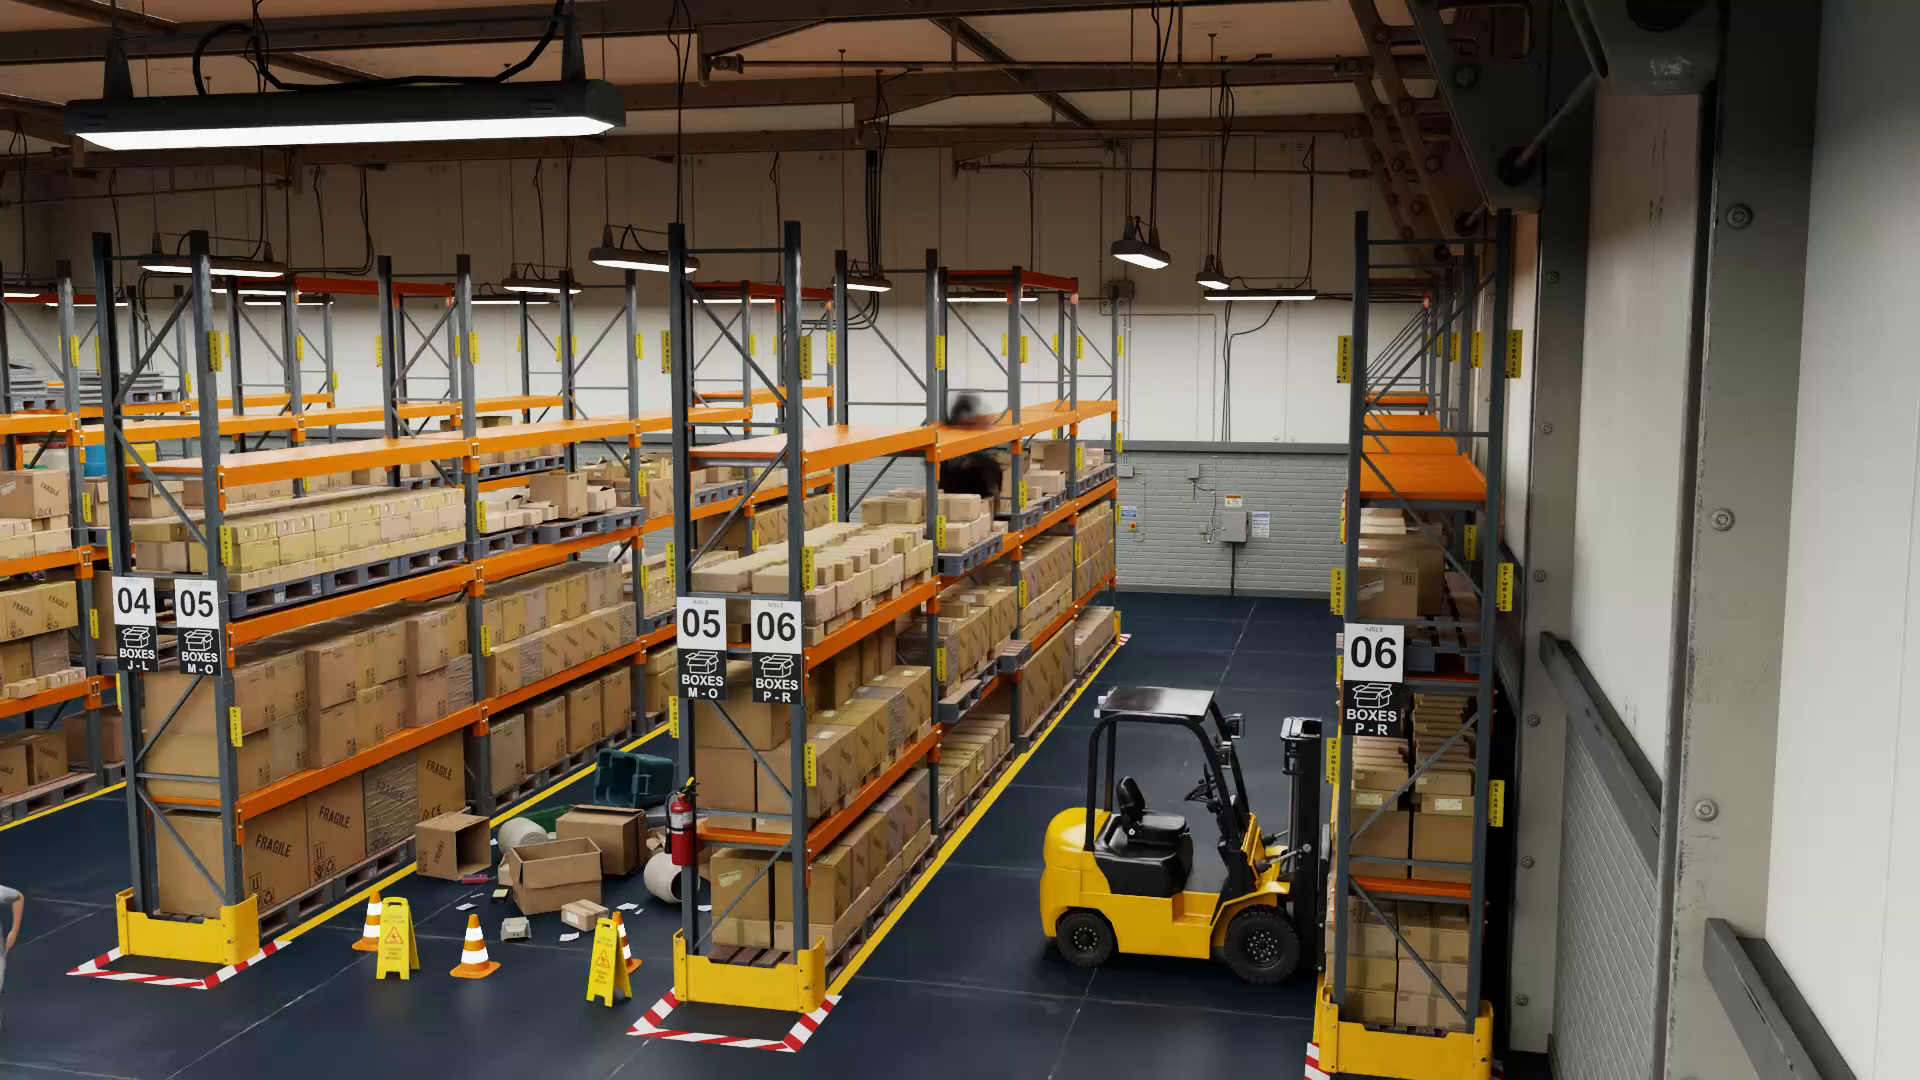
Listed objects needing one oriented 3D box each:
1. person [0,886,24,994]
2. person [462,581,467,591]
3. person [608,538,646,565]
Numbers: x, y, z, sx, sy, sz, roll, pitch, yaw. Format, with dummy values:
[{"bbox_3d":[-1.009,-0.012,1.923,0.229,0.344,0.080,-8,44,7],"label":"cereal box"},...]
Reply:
[{"bbox_3d":[-6.890,2.978,11.673,0.601,1.625,0.999,-4,8,-32],"label":"person"},{"bbox_3d":[-7.216,1.376,24.445,0.624,1.638,0.514,2,7,17],"label":"person"},{"bbox_3d":[-5.949,0.700,29.691,0.735,1.716,0.691,0,7,1],"label":"person"}]
